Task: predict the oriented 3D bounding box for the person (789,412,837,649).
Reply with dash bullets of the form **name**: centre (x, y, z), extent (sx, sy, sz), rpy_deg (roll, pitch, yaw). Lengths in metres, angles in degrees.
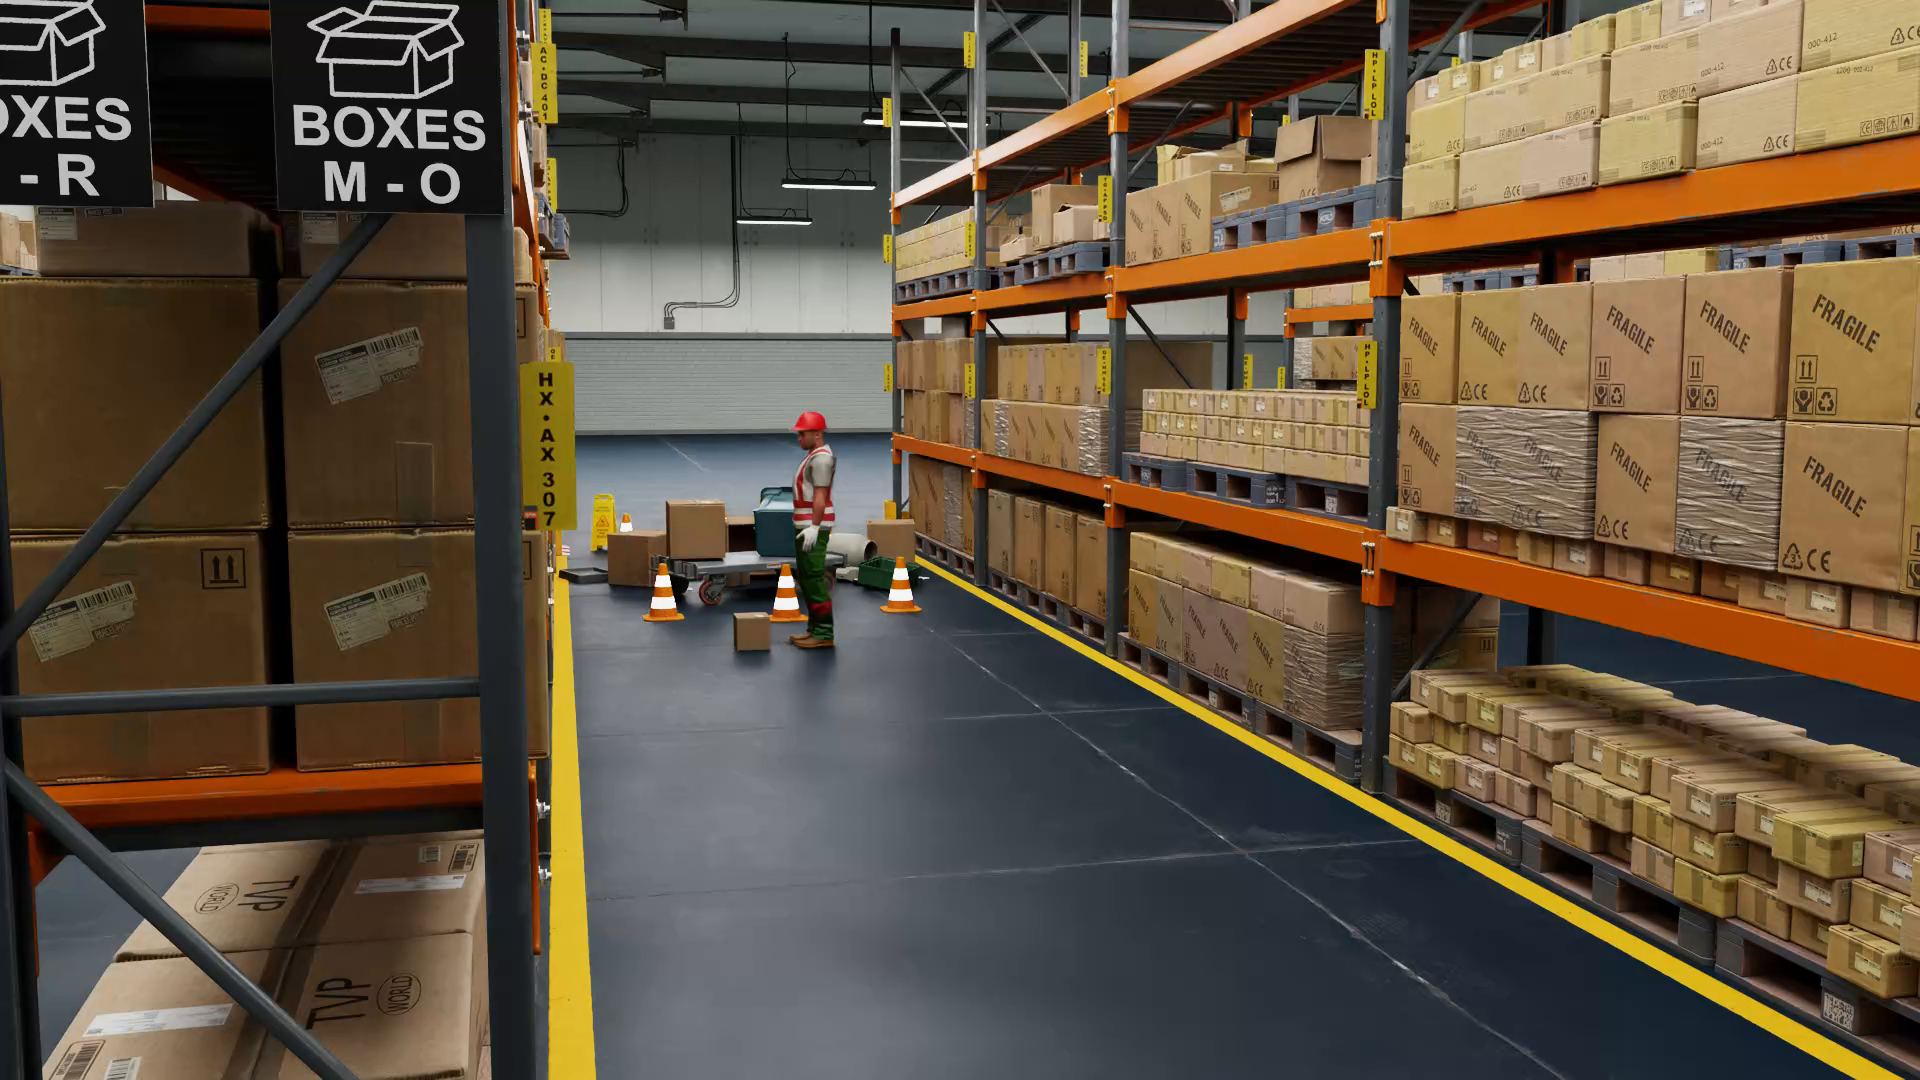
- **person**: centre (-1.111, -0.080, 12.574), extent (0.348, 1.779, 0.527), rpy_deg (-1, 6, -13)
